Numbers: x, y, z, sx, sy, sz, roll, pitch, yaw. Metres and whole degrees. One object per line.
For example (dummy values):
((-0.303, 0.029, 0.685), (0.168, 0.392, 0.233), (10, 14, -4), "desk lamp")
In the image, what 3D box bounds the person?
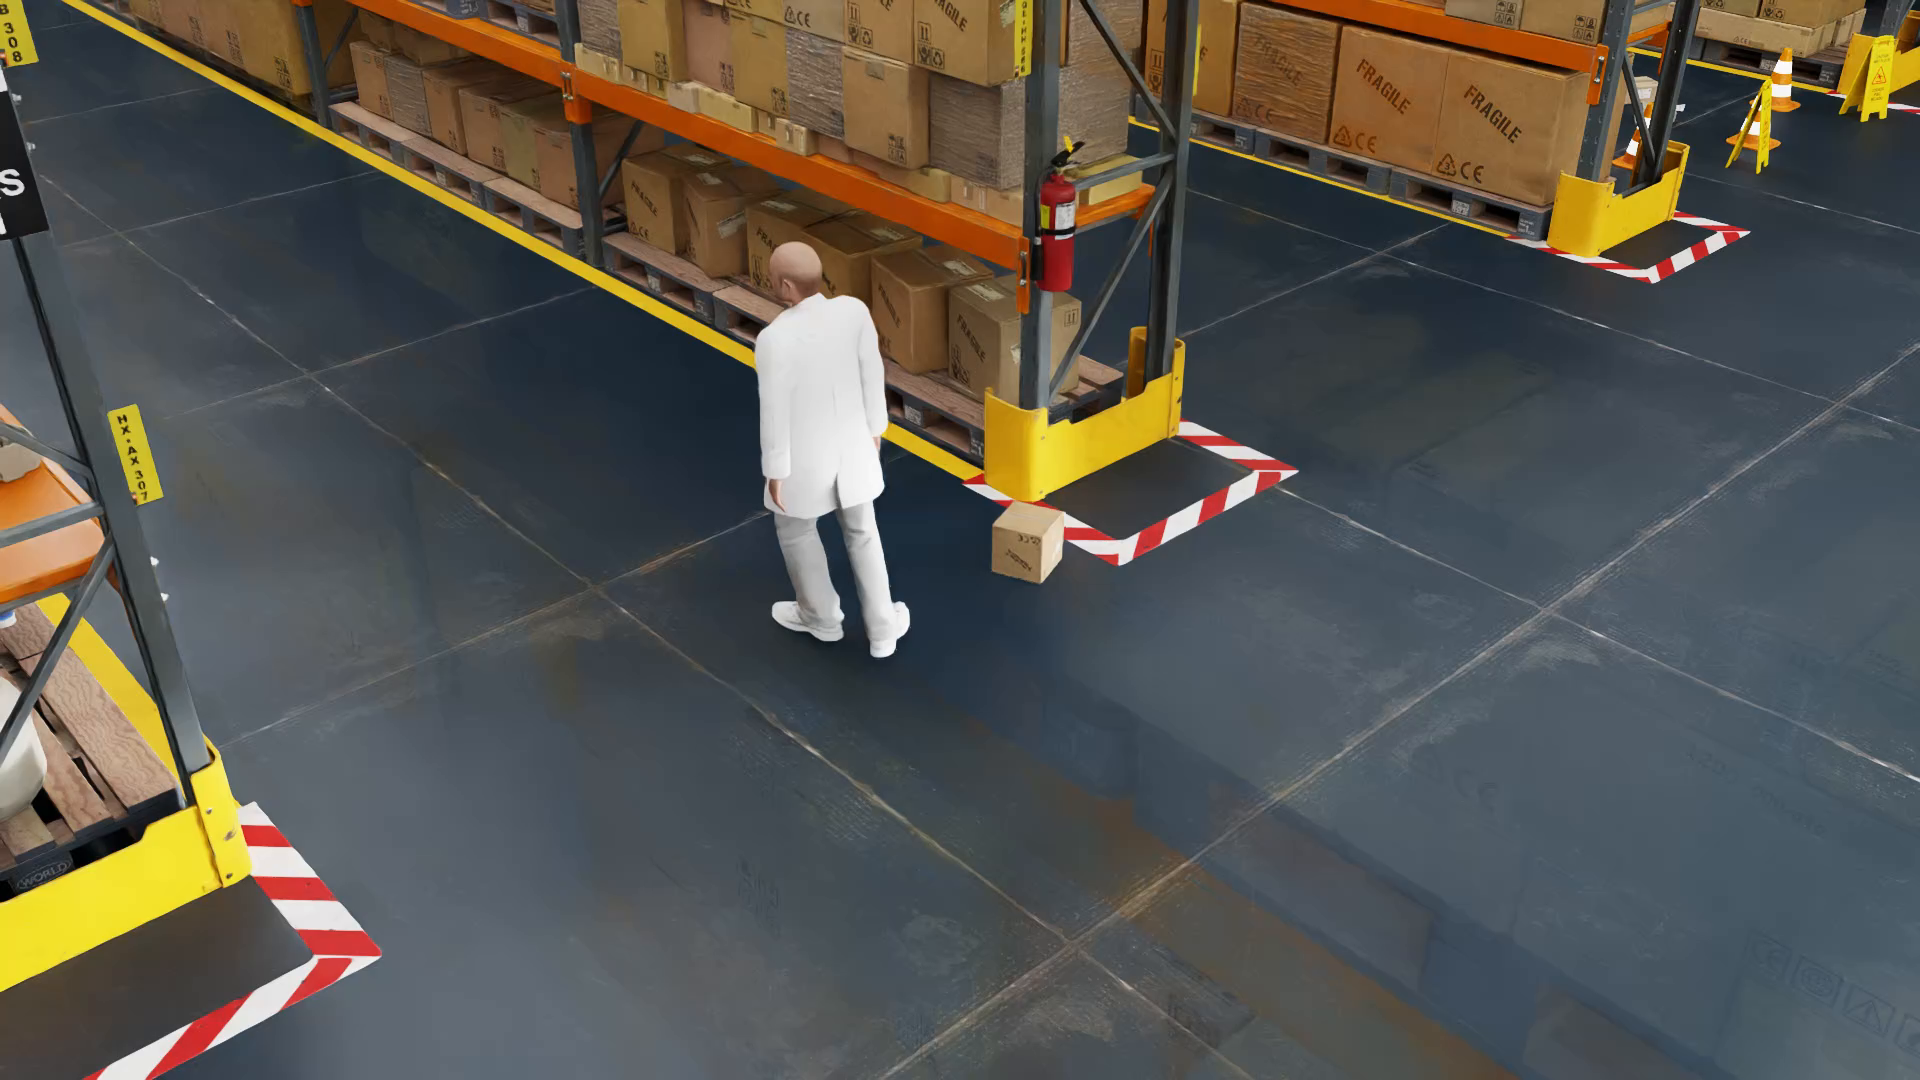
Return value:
((-0.527, -0.341, 6.710), (0.613, 1.770, 0.624), (-21, 37, -30), "person")
